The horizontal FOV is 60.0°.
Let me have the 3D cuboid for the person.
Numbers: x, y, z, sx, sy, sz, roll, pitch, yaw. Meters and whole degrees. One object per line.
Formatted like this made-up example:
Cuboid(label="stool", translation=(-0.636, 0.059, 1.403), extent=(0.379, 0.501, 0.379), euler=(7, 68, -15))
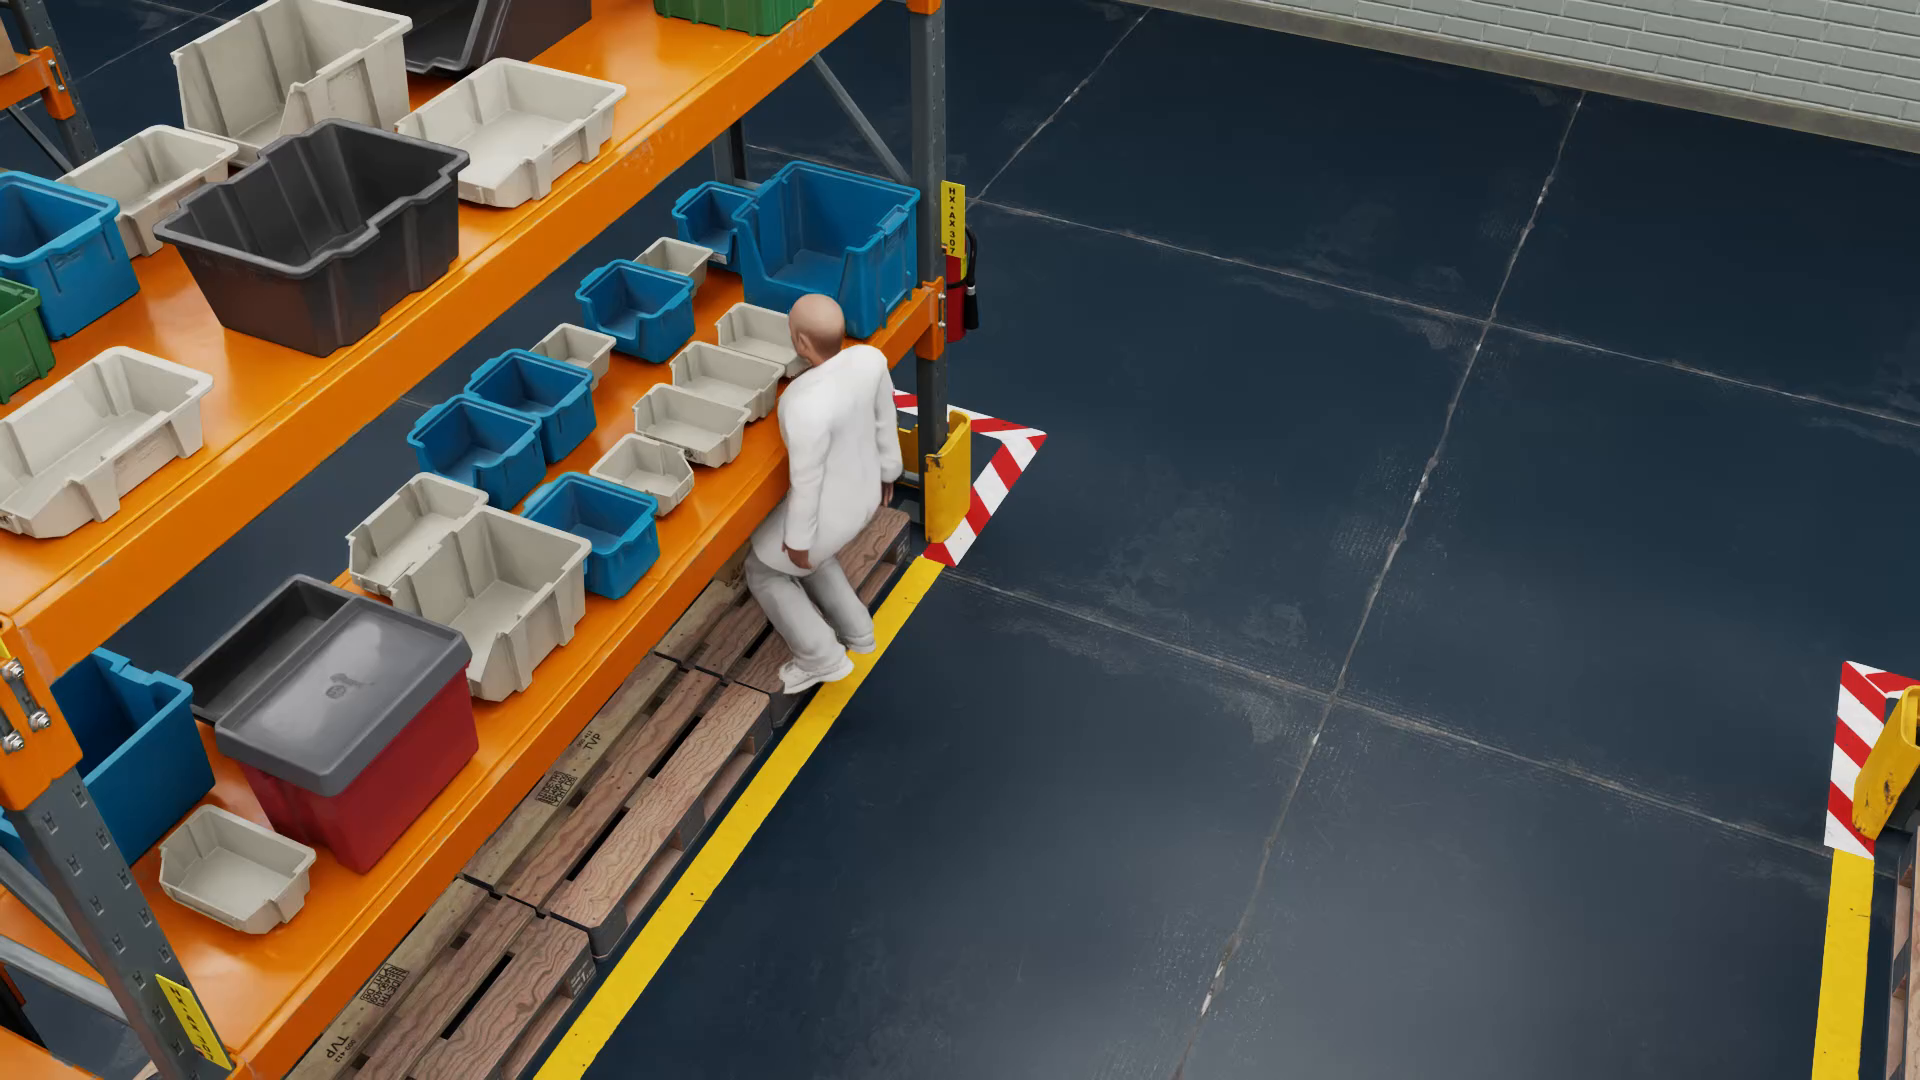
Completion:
Cuboid(label="person", translation=(-0.534, -0.185, 6.223), extent=(0.459, 1.708, 0.618), euler=(21, 46, 22))
